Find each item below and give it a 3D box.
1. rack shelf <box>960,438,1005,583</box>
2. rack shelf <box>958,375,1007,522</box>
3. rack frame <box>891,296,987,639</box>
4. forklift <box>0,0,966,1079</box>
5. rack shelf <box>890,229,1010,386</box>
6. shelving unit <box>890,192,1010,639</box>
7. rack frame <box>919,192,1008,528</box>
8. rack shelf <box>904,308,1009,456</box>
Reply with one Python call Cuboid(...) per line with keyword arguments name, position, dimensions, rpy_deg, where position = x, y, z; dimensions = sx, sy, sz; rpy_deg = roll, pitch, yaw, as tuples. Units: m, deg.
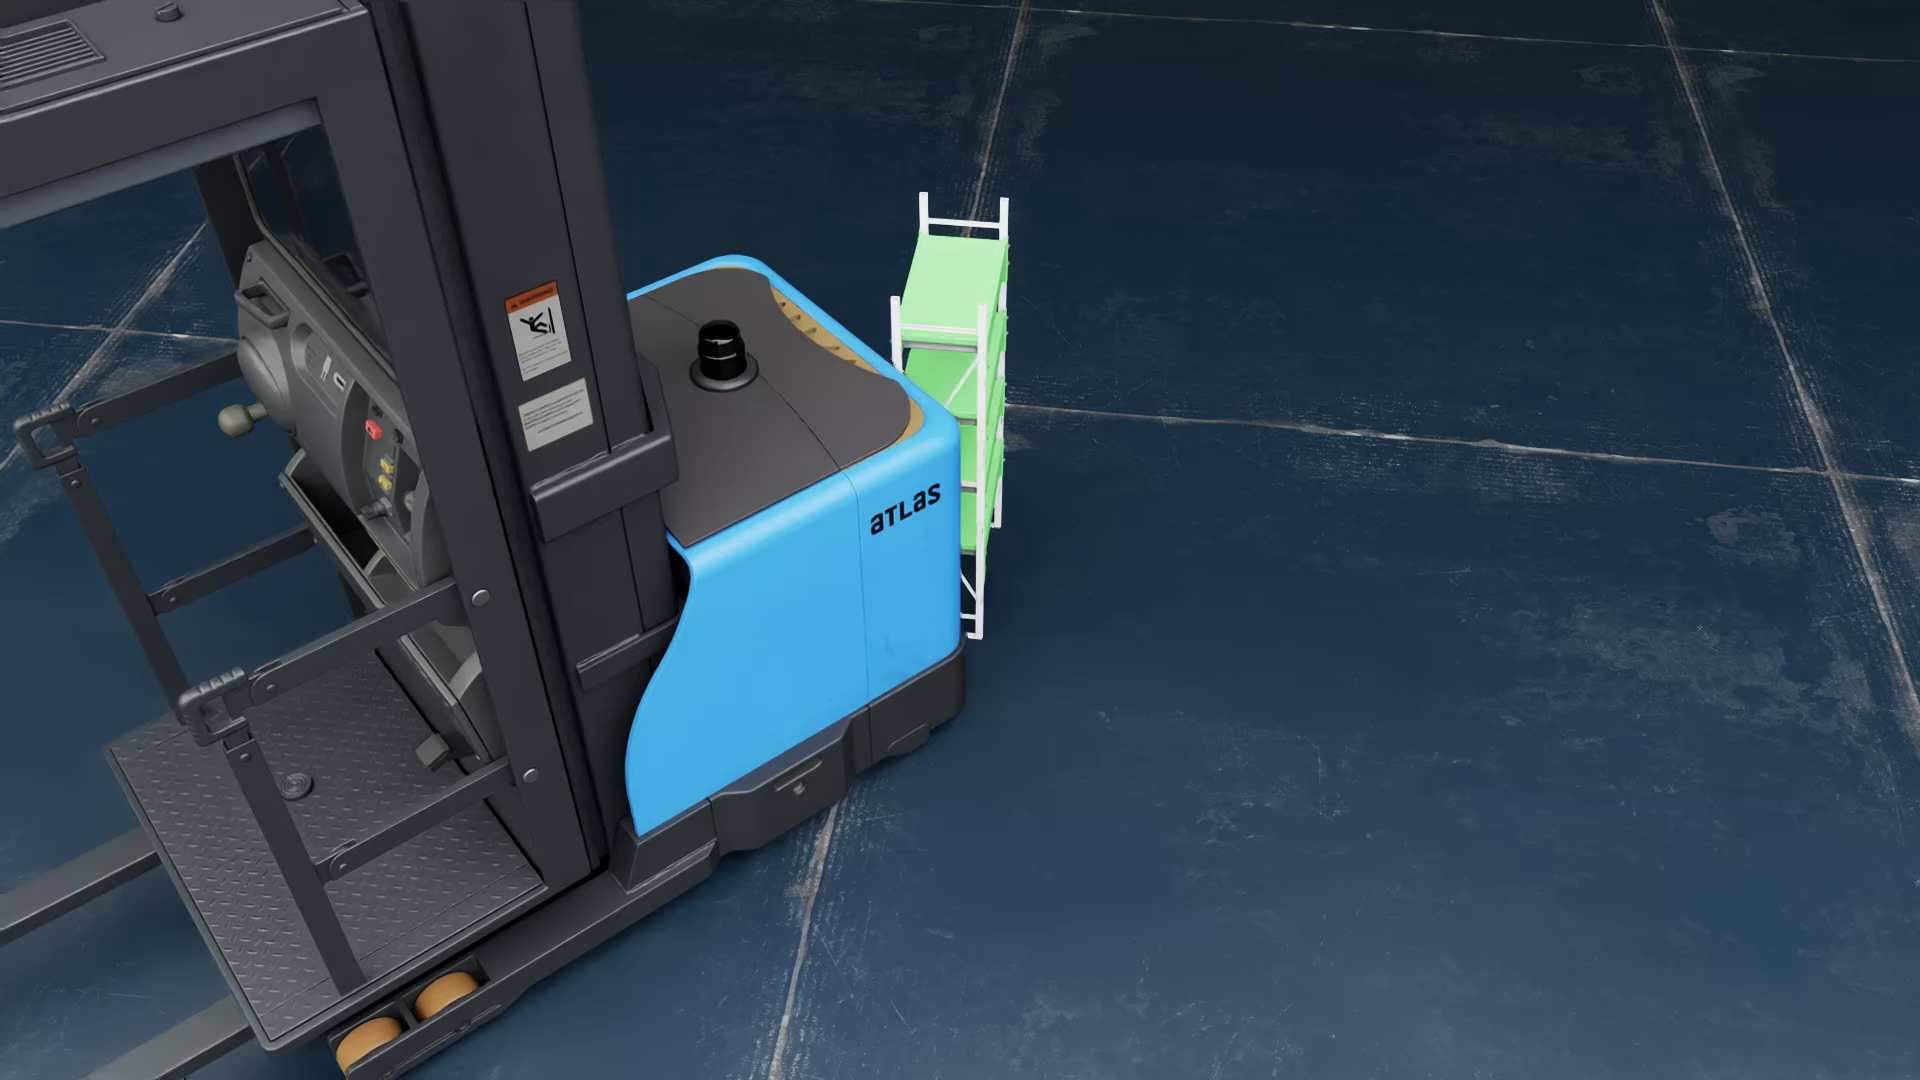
Cuboid(name="rack shelf", position=(-0.020, -0.103, 4.928), dimensions=(0.258, 0.148, 0.480), rpy_deg=(5, 44, 5))
Cuboid(name="rack shelf", position=(-0.021, -0.277, 4.763), dimensions=(0.258, 0.148, 0.480), rpy_deg=(5, 44, 5))
Cuboid(name="rack frame", position=(-0.052, -0.157, 4.543), dimensions=(0.240, 1.200, 0.015), rpy_deg=(5, 44, 5))
Cuboid(name="forklift", position=(-1.452, -0.198, 3.327), dimensions=(3.031, 2.935, 1.130), rpy_deg=(-29, 50, -27))
Cuboid(name="rack shelf", position=(-0.021, -0.626, 4.433), dimensions=(0.258, 0.148, 0.480), rpy_deg=(5, 44, 5))
Cuboid(name="shelving unit", position=(-0.021, -0.324, 4.719), dimensions=(0.258, 1.200, 0.503), rpy_deg=(5, 44, 5))
Cuboid(name="rack frame", position=(0.011, -0.490, 4.895), dimensions=(0.240, 1.200, 0.015), rpy_deg=(5, 44, 5))
Cuboid(name="rack shelf", position=(-0.021, -0.452, 4.598), dimensions=(0.258, 0.148, 0.480), rpy_deg=(5, 44, 5))
